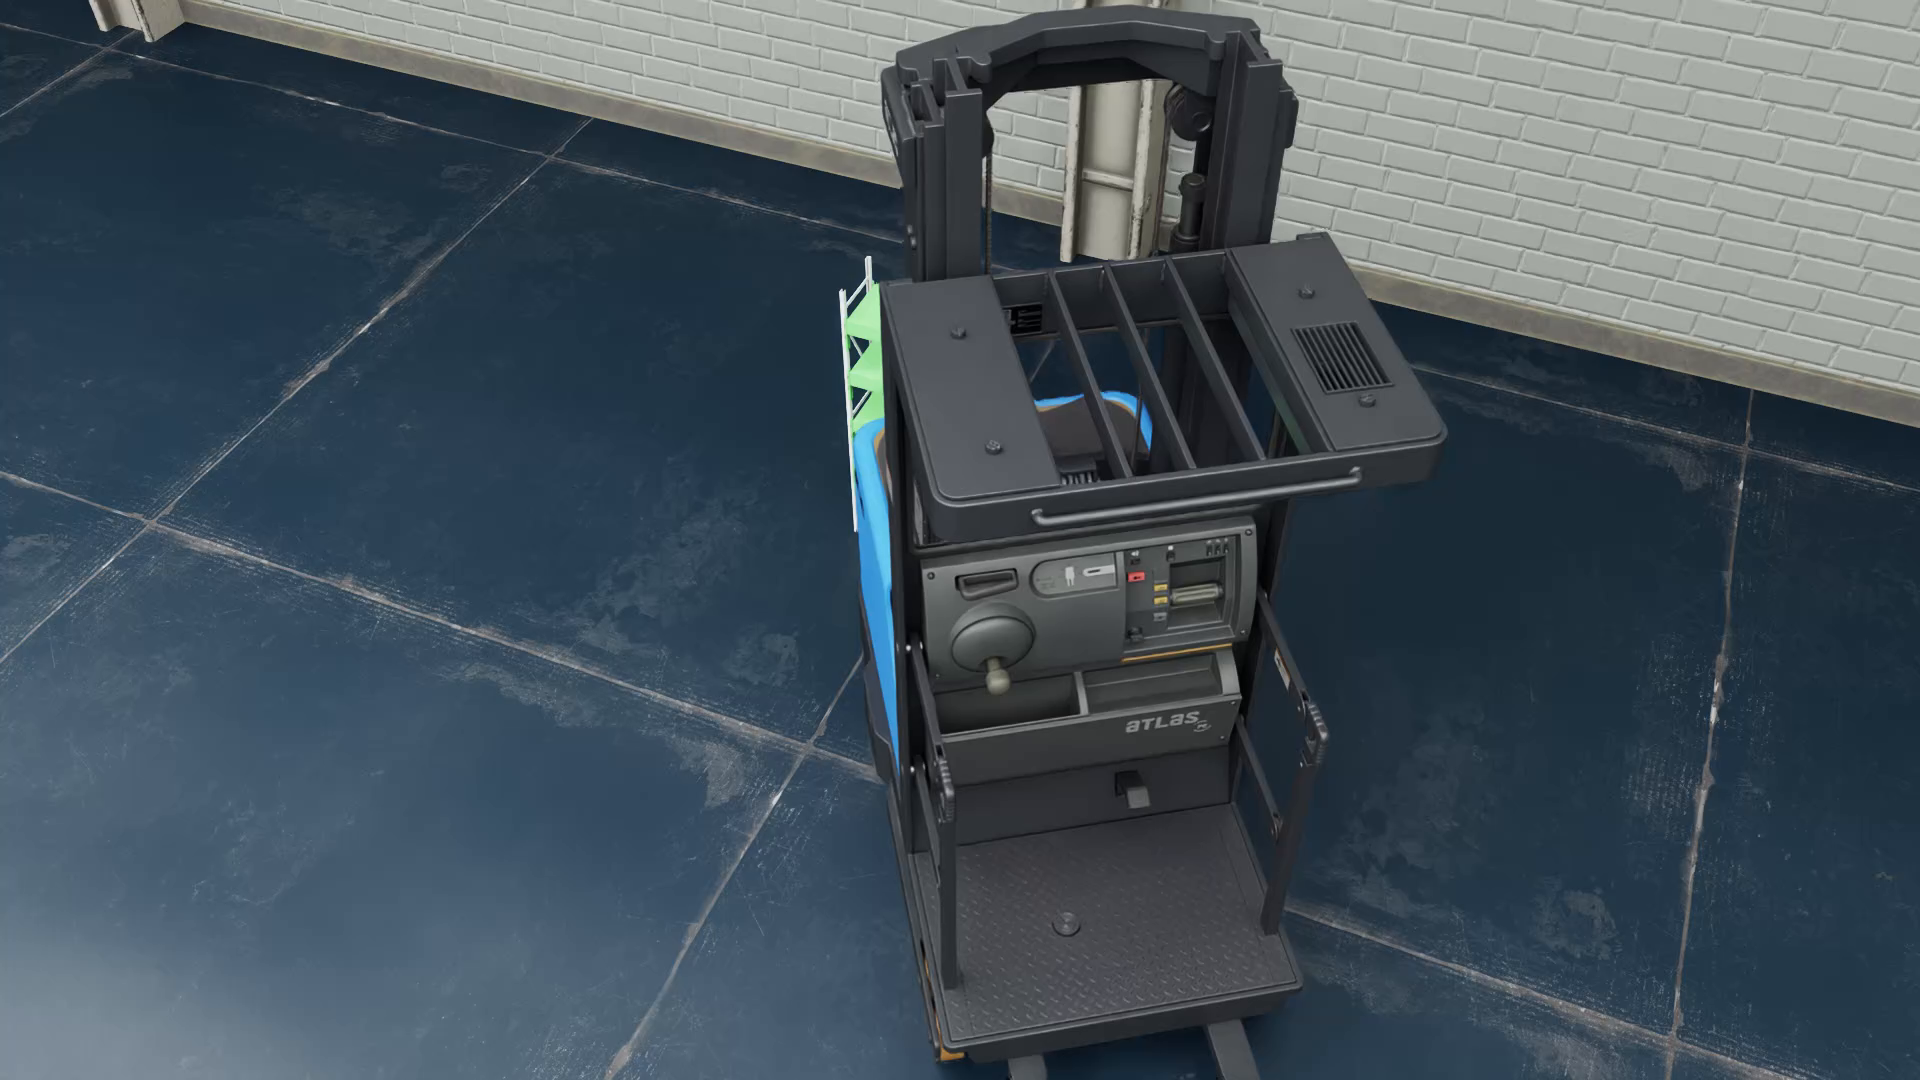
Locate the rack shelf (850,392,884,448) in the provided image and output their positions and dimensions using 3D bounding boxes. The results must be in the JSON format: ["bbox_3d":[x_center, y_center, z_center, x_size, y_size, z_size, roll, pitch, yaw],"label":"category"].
[{"bbox_3d":[-0.153,-0.425,6.417,0.480,0.148,0.258,16,47,16],"label":"rack shelf"}]

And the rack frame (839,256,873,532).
[{"bbox_3d":[-0.378,-0.537,6.439,0.015,1.200,0.240,16,47,16],"label":"rack frame"}]

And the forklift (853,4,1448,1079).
[{"bbox_3d":[0.402,0.275,4.396,1.130,2.935,3.031,-8,45,-8],"label":"forklift"}]

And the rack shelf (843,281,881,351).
[{"bbox_3d":[-0.153,-0.765,6.078,0.480,0.148,0.258,16,47,16],"label":"rack shelf"}]

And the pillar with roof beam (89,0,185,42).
[{"bbox_3d":[-6.467,-3.430,3.817,0.400,9.000,9.100,16,47,16],"label":"pillar with roof beam"}]

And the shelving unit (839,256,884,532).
[{"bbox_3d":[-0.153,-0.470,6.372,0.503,1.200,0.258,16,47,16],"label":"shelving unit"}]

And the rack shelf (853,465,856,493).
[{"bbox_3d":[-0.153,-0.255,6.586,0.480,0.148,0.258,16,47,16],"label":"rack shelf"}]

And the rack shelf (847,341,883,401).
[{"bbox_3d":[-0.153,-0.595,6.248,0.480,0.148,0.258,16,47,16],"label":"rack shelf"}]

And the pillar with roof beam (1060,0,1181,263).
[{"bbox_3d":[-0.929,-1.800,2.180,0.400,9.000,9.100,16,47,16],"label":"pillar with roof beam"}]
